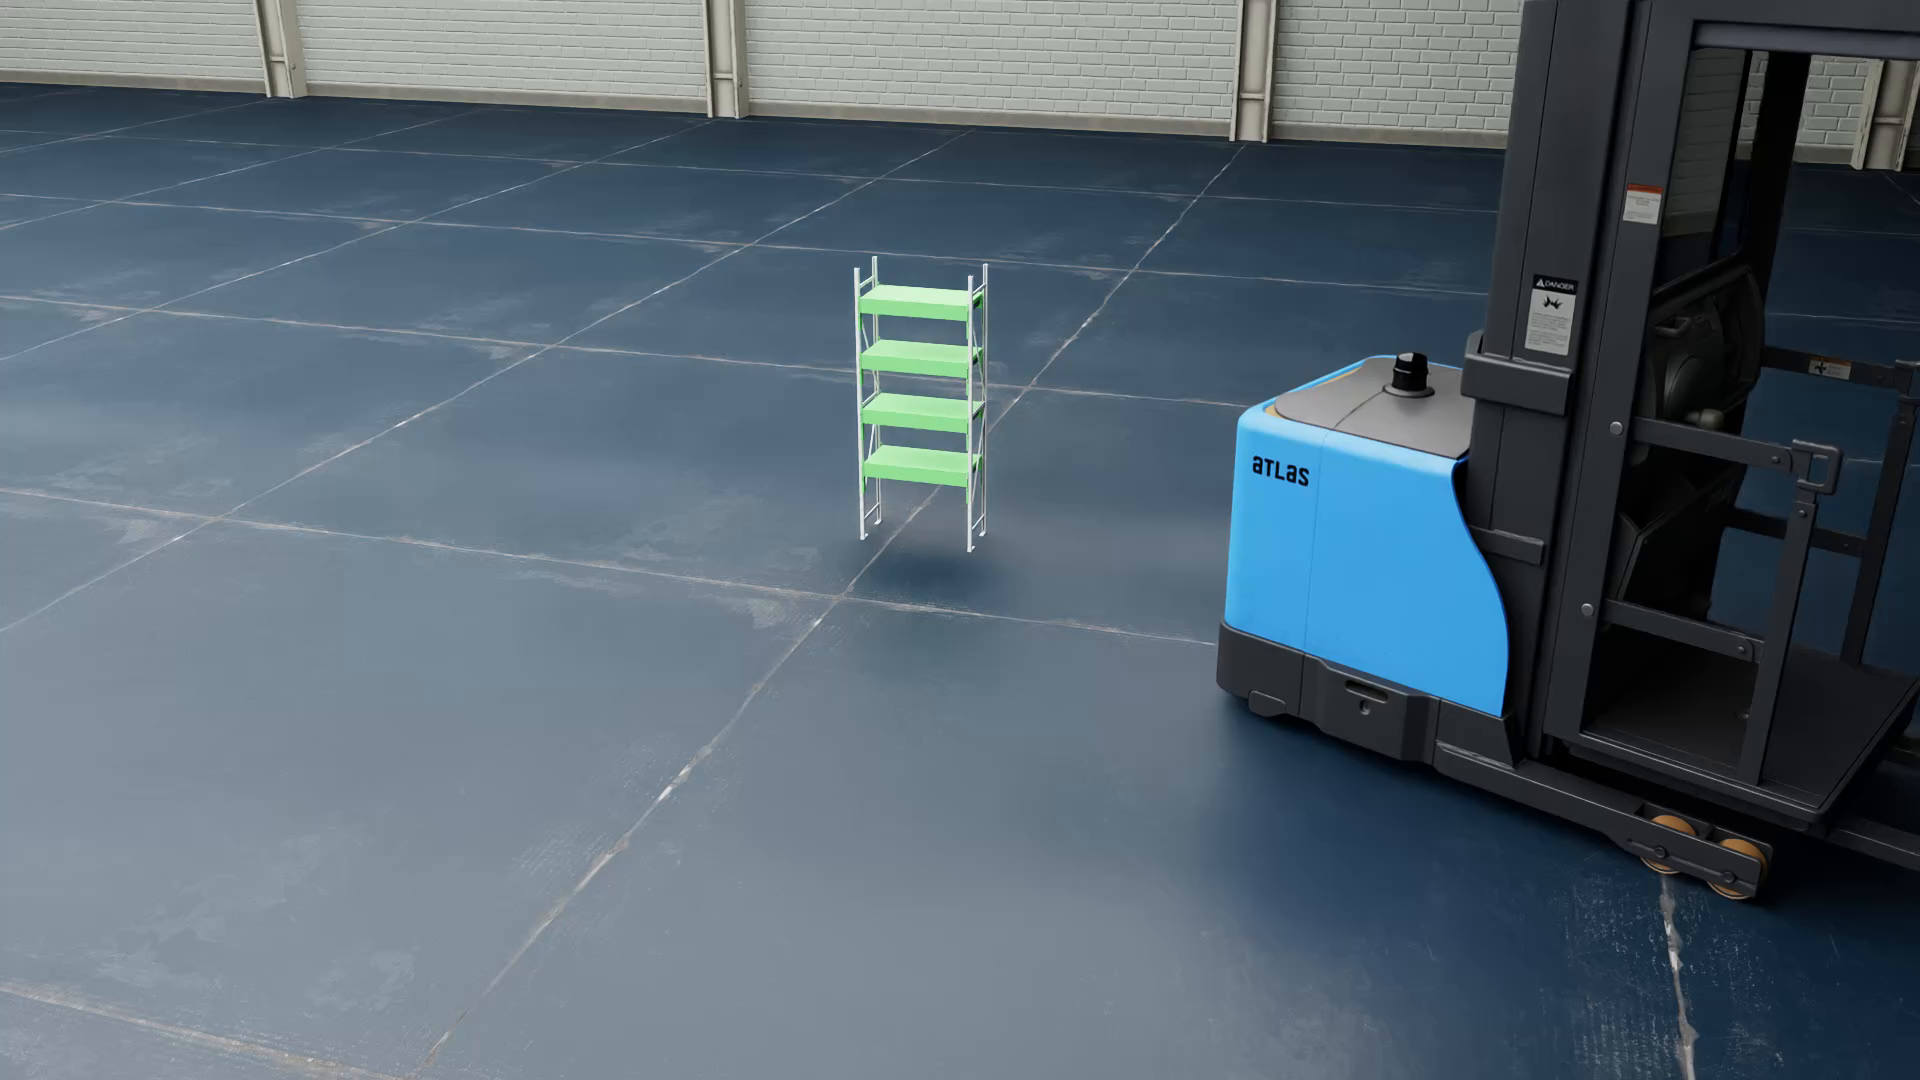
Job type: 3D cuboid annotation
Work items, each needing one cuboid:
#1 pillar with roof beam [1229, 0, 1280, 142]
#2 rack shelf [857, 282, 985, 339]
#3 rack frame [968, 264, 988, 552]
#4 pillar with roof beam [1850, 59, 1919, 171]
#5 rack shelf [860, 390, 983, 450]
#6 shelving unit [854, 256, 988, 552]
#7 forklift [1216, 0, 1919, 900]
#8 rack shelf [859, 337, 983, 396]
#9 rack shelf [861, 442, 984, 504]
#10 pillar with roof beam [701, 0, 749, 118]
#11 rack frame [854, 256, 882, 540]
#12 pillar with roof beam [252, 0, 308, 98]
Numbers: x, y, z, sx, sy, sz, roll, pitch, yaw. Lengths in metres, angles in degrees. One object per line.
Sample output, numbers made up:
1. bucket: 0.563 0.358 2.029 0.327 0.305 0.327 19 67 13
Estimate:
1. pillar with roof beam: 1.830 -6.844 12.097 0.400 9.000 9.100 7 23 16
2. rack shelf: -0.158 -0.958 6.929 0.480 0.148 0.258 7 23 16
3. rack frame: 0.075 -0.547 7.021 0.015 1.200 0.240 7 23 16
4. pillar with roof beam: 7.574 -6.186 10.494 0.400 9.000 9.100 7 23 16
5. rack shelf: -0.158 -0.514 7.111 0.480 0.148 0.258 7 23 16
6. shelving unit: -0.158 -0.573 7.087 0.503 1.200 0.258 7 23 16
7. forklift: 2.342 -0.554 4.757 3.031 2.935 1.130 18 29 38
8. rack shelf: -0.158 -0.736 7.020 0.480 0.148 0.258 7 23 16
9. rack shelf: -0.158 -0.292 7.202 0.480 0.148 0.258 7 23 16
10. pillar with roof beam: -3.914 -7.502 13.701 0.400 9.000 9.100 7 23 16
11. rack frame: -0.392 -0.600 7.152 0.015 1.200 0.240 7 23 16
12. pillar with roof beam: -9.658 -8.159 15.304 0.400 9.000 9.100 7 23 16
